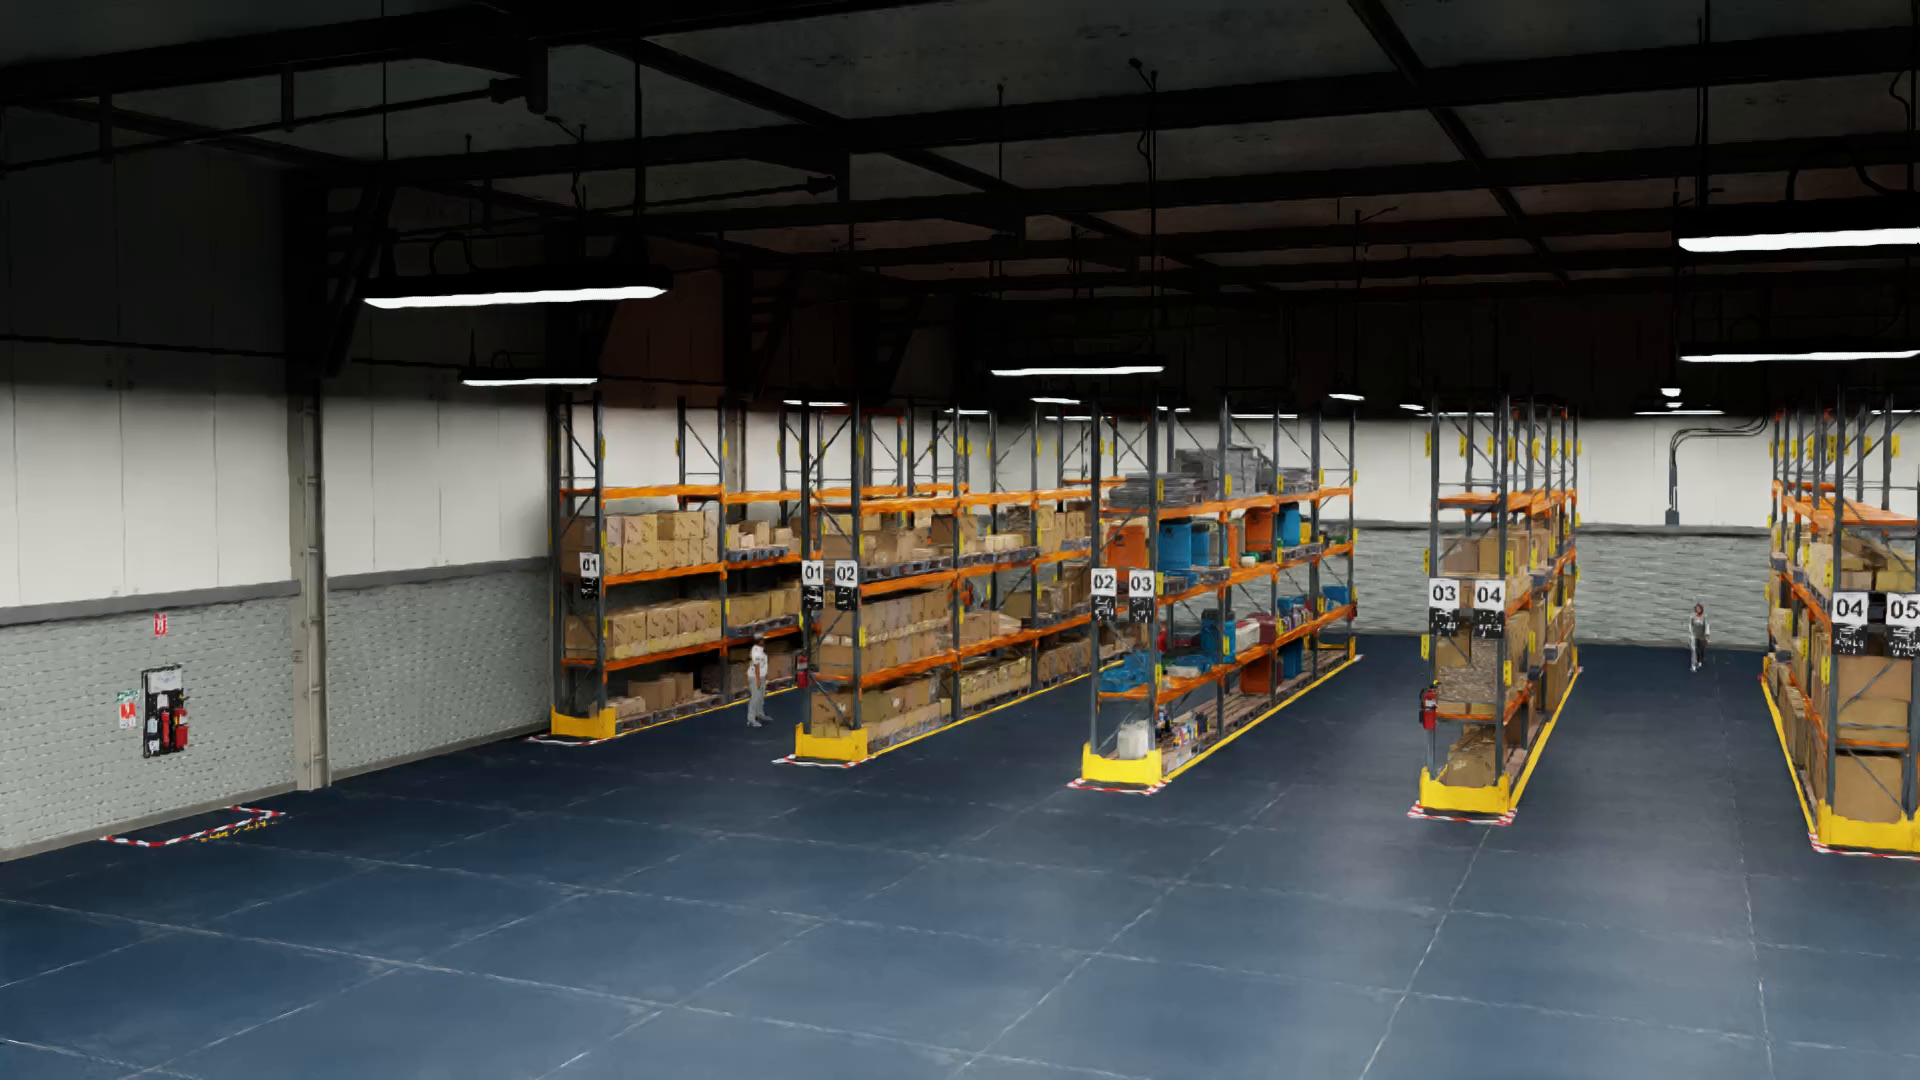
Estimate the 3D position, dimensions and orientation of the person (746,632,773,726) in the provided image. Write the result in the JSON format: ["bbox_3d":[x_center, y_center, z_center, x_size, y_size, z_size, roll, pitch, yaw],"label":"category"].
[{"bbox_3d":[-3.628,2.498,30.053,0.464,1.673,0.579,0,3,-5],"label":"person"}]

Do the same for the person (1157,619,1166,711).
[{"bbox_3d":[3.894,2.372,31.771,0.669,1.719,0.584,-3,4,-42],"label":"person"}]

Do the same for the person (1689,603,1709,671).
[{"bbox_3d":[16.601,2.166,37.355,0.415,1.517,1.041,1,3,21],"label":"person"}]

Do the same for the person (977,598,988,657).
[{"bbox_3d":[0.543,2.124,37.029,0.428,1.656,0.534,0,3,-8],"label":"person"}]
